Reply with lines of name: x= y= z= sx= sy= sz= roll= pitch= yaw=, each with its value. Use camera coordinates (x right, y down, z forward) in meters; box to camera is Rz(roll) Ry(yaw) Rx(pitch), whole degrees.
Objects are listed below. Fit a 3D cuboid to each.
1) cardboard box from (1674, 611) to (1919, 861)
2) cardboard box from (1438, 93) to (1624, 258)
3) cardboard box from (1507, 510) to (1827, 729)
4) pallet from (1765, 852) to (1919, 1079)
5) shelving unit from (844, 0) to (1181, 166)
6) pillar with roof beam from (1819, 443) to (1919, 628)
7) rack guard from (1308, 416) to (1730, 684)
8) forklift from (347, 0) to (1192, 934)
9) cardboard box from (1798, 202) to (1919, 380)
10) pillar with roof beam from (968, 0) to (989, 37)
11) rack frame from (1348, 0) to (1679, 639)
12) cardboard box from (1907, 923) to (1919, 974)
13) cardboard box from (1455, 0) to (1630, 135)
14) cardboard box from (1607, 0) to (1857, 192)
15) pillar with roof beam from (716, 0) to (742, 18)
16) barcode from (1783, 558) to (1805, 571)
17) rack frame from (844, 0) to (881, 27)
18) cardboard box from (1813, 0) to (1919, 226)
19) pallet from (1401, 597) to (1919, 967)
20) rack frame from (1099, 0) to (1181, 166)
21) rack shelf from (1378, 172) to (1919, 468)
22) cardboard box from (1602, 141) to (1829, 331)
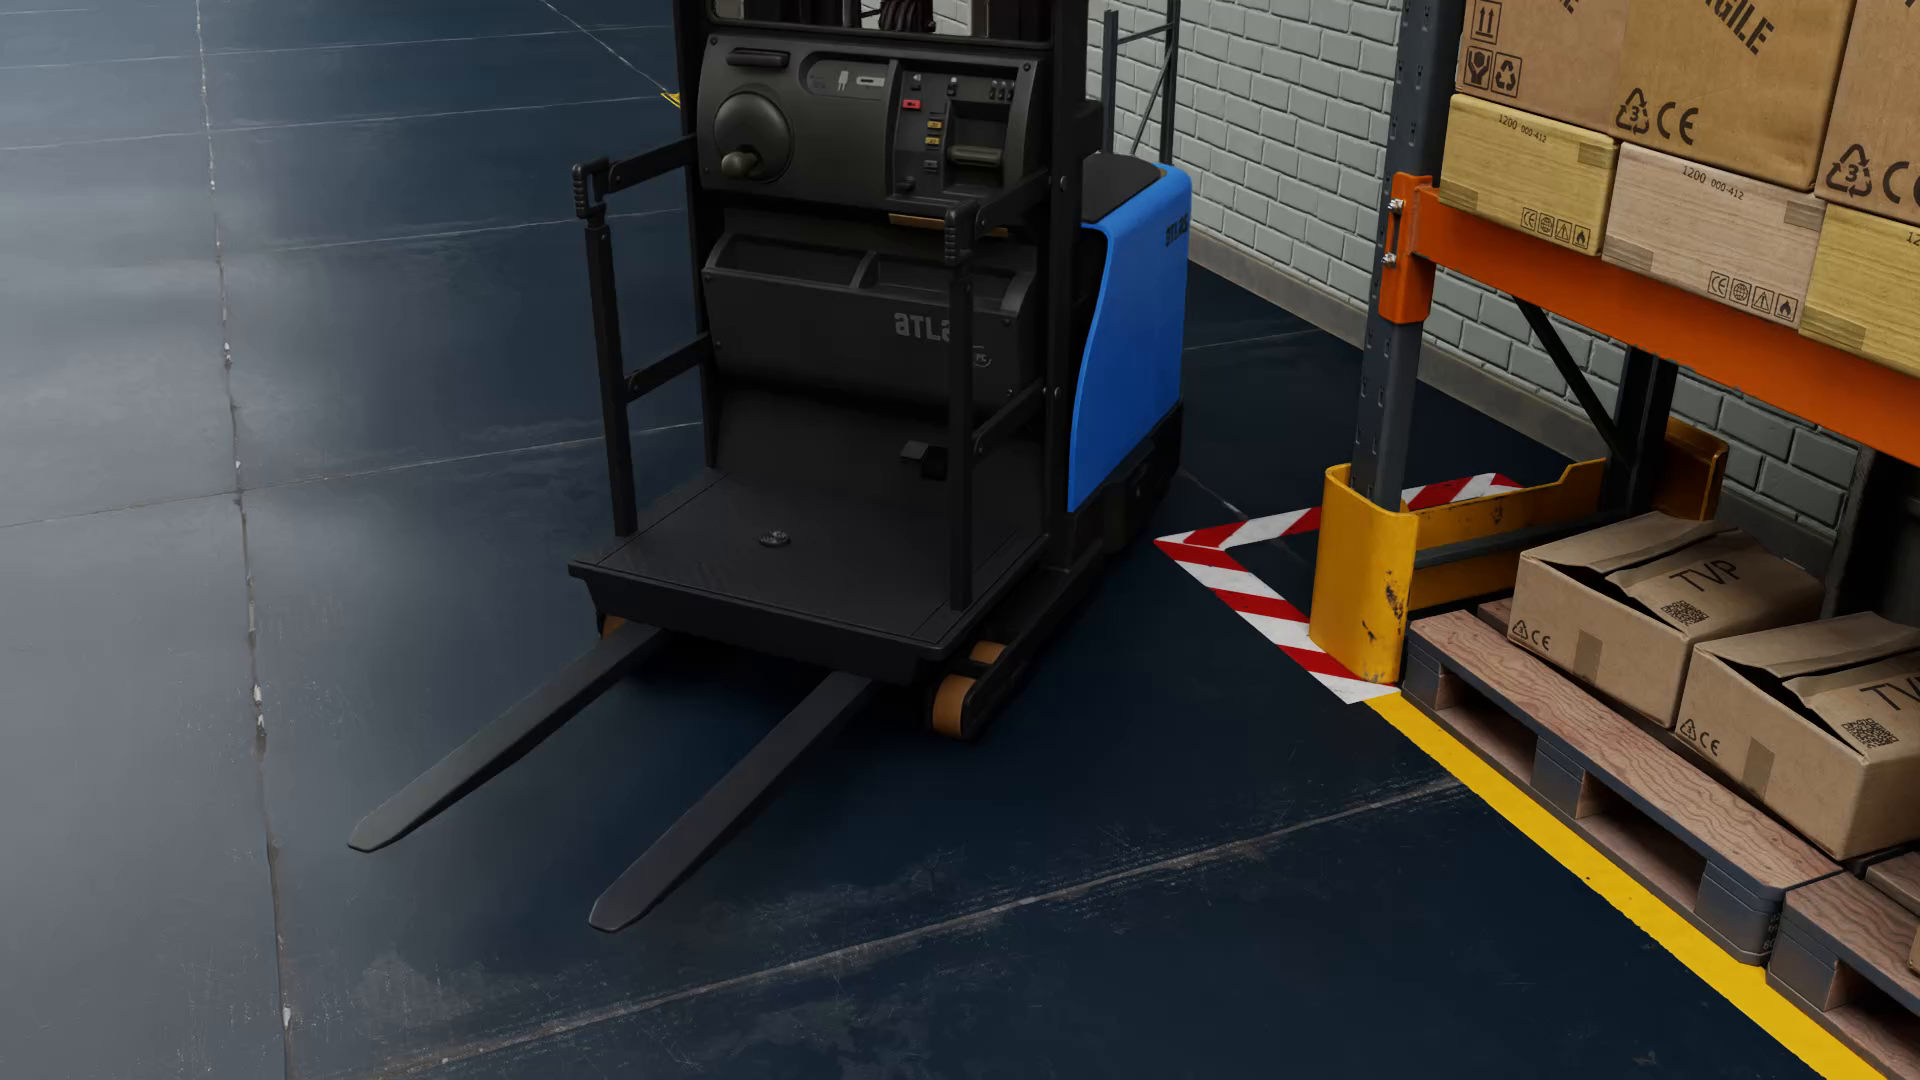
cardboard box: x=1.950 y=0.383 z=3.610 sx=0.500 sy=0.311 sz=0.500 roll=-8 pitch=27 yaw=-16
cardboard box: x=1.438 y=-0.842 z=3.705 sx=0.500 sy=0.250 sz=0.500 roll=-11 pitch=28 yaw=-22
cardboard box: x=1.727 y=0.153 z=4.081 sx=0.500 sy=0.311 sz=0.500 roll=-14 pitch=29 yaw=-26
pallet: x=2.328 y=0.957 z=3.049 sx=1.003 sy=0.211 sz=1.213 roll=-11 pitch=28 yaw=-21
shelving unit: x=0.173 y=-1.207 z=6.012 sx=1.048 sy=1.500 sz=0.538 roll=16 pitch=30 yaw=29
pillar with roof beam: x=-1.352 y=-2.975 z=1.086 sx=9.100 sy=9.000 sz=0.400 roll=-11 pitch=28 yaw=-21
rack guard: x=1.569 y=0.002 z=4.677 sx=1.175 sy=0.500 sz=0.348 roll=-11 pitch=28 yaw=-21
forklift: x=-0.336 y=-1.027 z=4.012 sx=1.130 sy=2.935 sz=3.031 roll=11 pitch=28 yaw=22
cardboard box: x=1.848 y=-0.429 z=2.857 sx=0.500 sy=0.250 sz=0.500 roll=-11 pitch=28 yaw=-21
pillar with roof beam: x=-3.702 y=-5.397 z=6.047 sx=9.100 sy=9.000 sz=0.400 roll=-11 pitch=28 yaw=-21
rack frame: x=1.539 y=-1.152 z=4.191 sx=1.000 sy=3.000 sz=0.127 roll=-11 pitch=28 yaw=-21
cardboard box: x=2.192 y=0.603 z=2.944 sx=0.700 sy=0.500 sz=0.500 roll=-12 pitch=29 yaw=-24
cardboard box: x=1.449 y=-1.187 z=3.555 sx=0.500 sy=0.500 sz=0.500 roll=-11 pitch=28 yaw=-21
cardboard box: x=1.634 y=-0.985 z=3.143 sx=0.500 sy=0.500 sz=0.500 roll=-10 pitch=28 yaw=-20
pillar with roof beam: x=-6.051 y=-7.819 z=11.008 sx=9.100 sy=9.000 sz=0.400 roll=-11 pitch=28 yaw=-21
barcode: x=2.102 y=0.087 z=4.205 sx=0.001 sy=0.075 sz=0.075 roll=-11 pitch=28 yaw=-21
rack frame: x=-0.255 y=-1.327 z=6.258 sx=0.032 sy=1.500 sz=0.500 roll=16 pitch=30 yaw=29
cardboard box: x=1.830 y=-0.776 z=2.713 sx=0.500 sy=0.500 sz=0.500 roll=-12 pitch=28 yaw=-22
pallet: x=1.854 y=0.465 z=4.056 sx=1.003 sy=0.211 sz=1.213 roll=-11 pitch=28 yaw=-21
rack frame: x=0.602 y=-1.087 z=5.767 sx=0.032 sy=1.500 sz=0.500 roll=16 pitch=30 yaw=29
rack shelf: x=2.322 y=-0.022 z=2.696 sx=1.077 sy=0.370 sz=4.000 roll=-11 pitch=28 yaw=-21
cardboard box: x=1.654 y=-0.635 z=3.280 sx=0.500 sy=0.250 sz=0.500 roll=-11 pitch=28 yaw=-22
